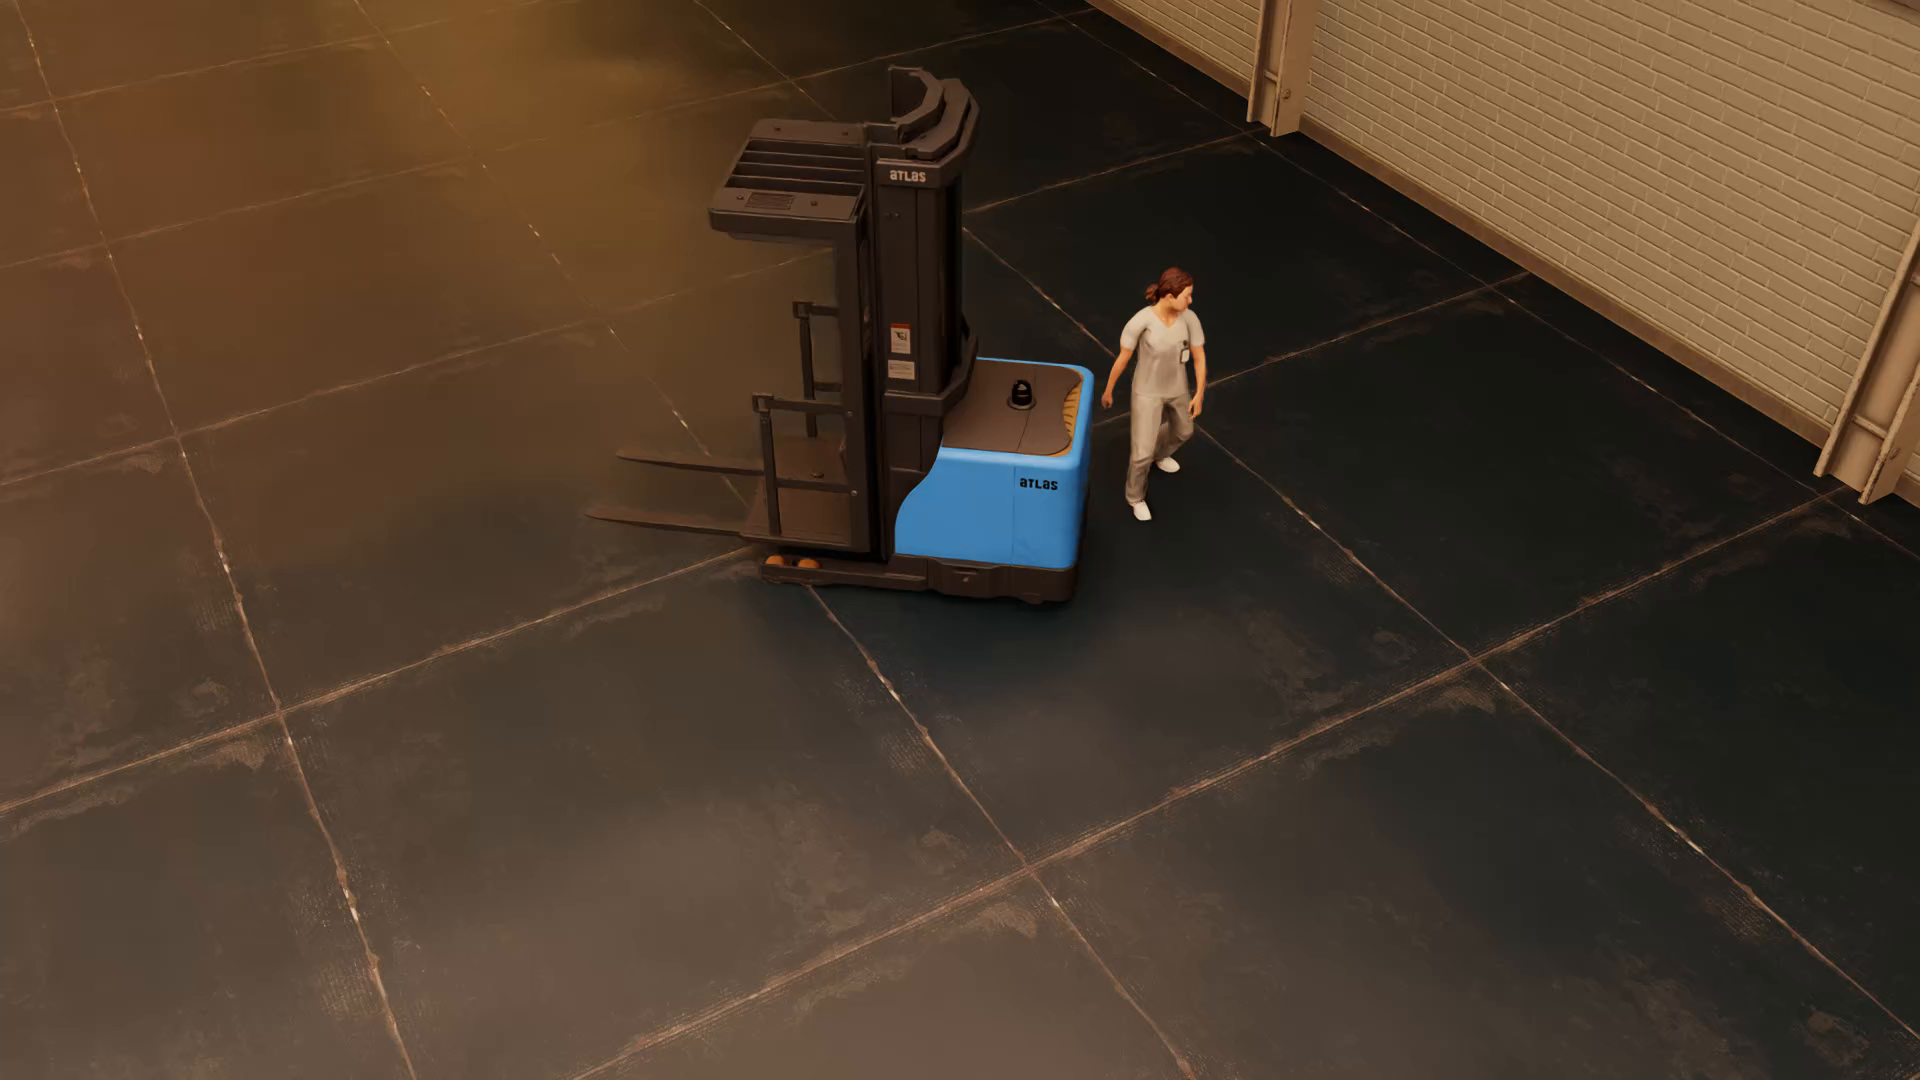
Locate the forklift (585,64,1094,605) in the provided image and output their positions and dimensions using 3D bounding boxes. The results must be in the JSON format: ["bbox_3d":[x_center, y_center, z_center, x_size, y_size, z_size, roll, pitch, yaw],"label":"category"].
[{"bbox_3d":[-0.752,-1.177,9.455,3.031,2.935,1.130,6,40,7],"label":"forklift"}]

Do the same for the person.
[{"bbox_3d":[1.187,-0.923,10.202,0.632,1.586,0.708,-15,42,-18],"label":"person"}]
